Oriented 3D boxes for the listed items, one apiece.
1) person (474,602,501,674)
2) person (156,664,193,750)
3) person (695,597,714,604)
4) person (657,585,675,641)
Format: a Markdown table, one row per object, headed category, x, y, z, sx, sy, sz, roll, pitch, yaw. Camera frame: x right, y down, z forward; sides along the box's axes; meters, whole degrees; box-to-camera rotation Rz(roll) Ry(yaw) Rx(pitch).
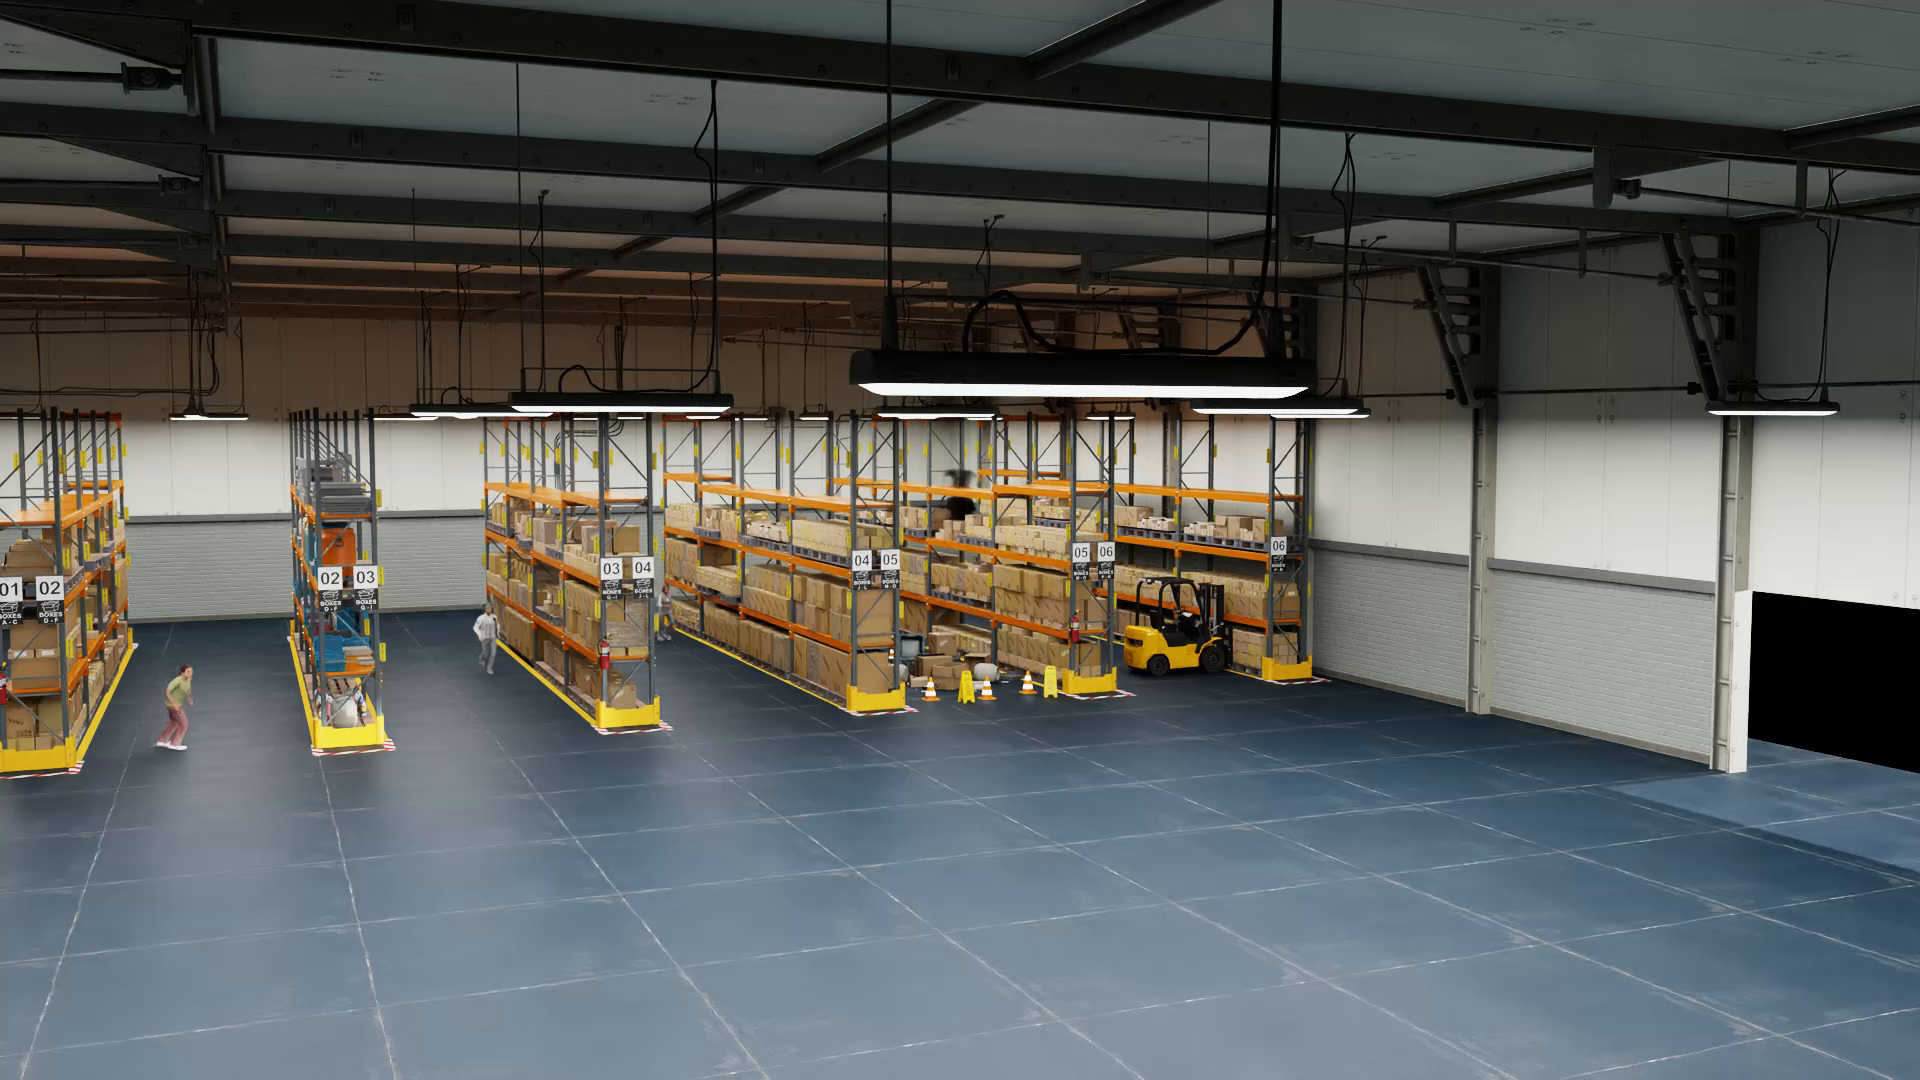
| category | x | y | z | sx | sy | sz | roll | pitch | yaw |
| --- | --- | --- | --- | --- | --- | --- | --- | --- | --- |
| person | -10.834 | 2.238 | 38.139 | 0.629 | 1.651 | 0.652 | -3 | 5 | -33 |
| person | -13.817 | 2.920 | 29.231 | 0.760 | 1.538 | 0.636 | 0 | 4 | -5 |
| person | -7.515 | 1.466 | 49.250 | 0.637 | 1.660 | 0.615 | -1 | 4 | -15 |
| person | -7.705 | 1.907 | 43.523 | 0.538 | 1.506 | 0.881 | -3 | 5 | -32 |
